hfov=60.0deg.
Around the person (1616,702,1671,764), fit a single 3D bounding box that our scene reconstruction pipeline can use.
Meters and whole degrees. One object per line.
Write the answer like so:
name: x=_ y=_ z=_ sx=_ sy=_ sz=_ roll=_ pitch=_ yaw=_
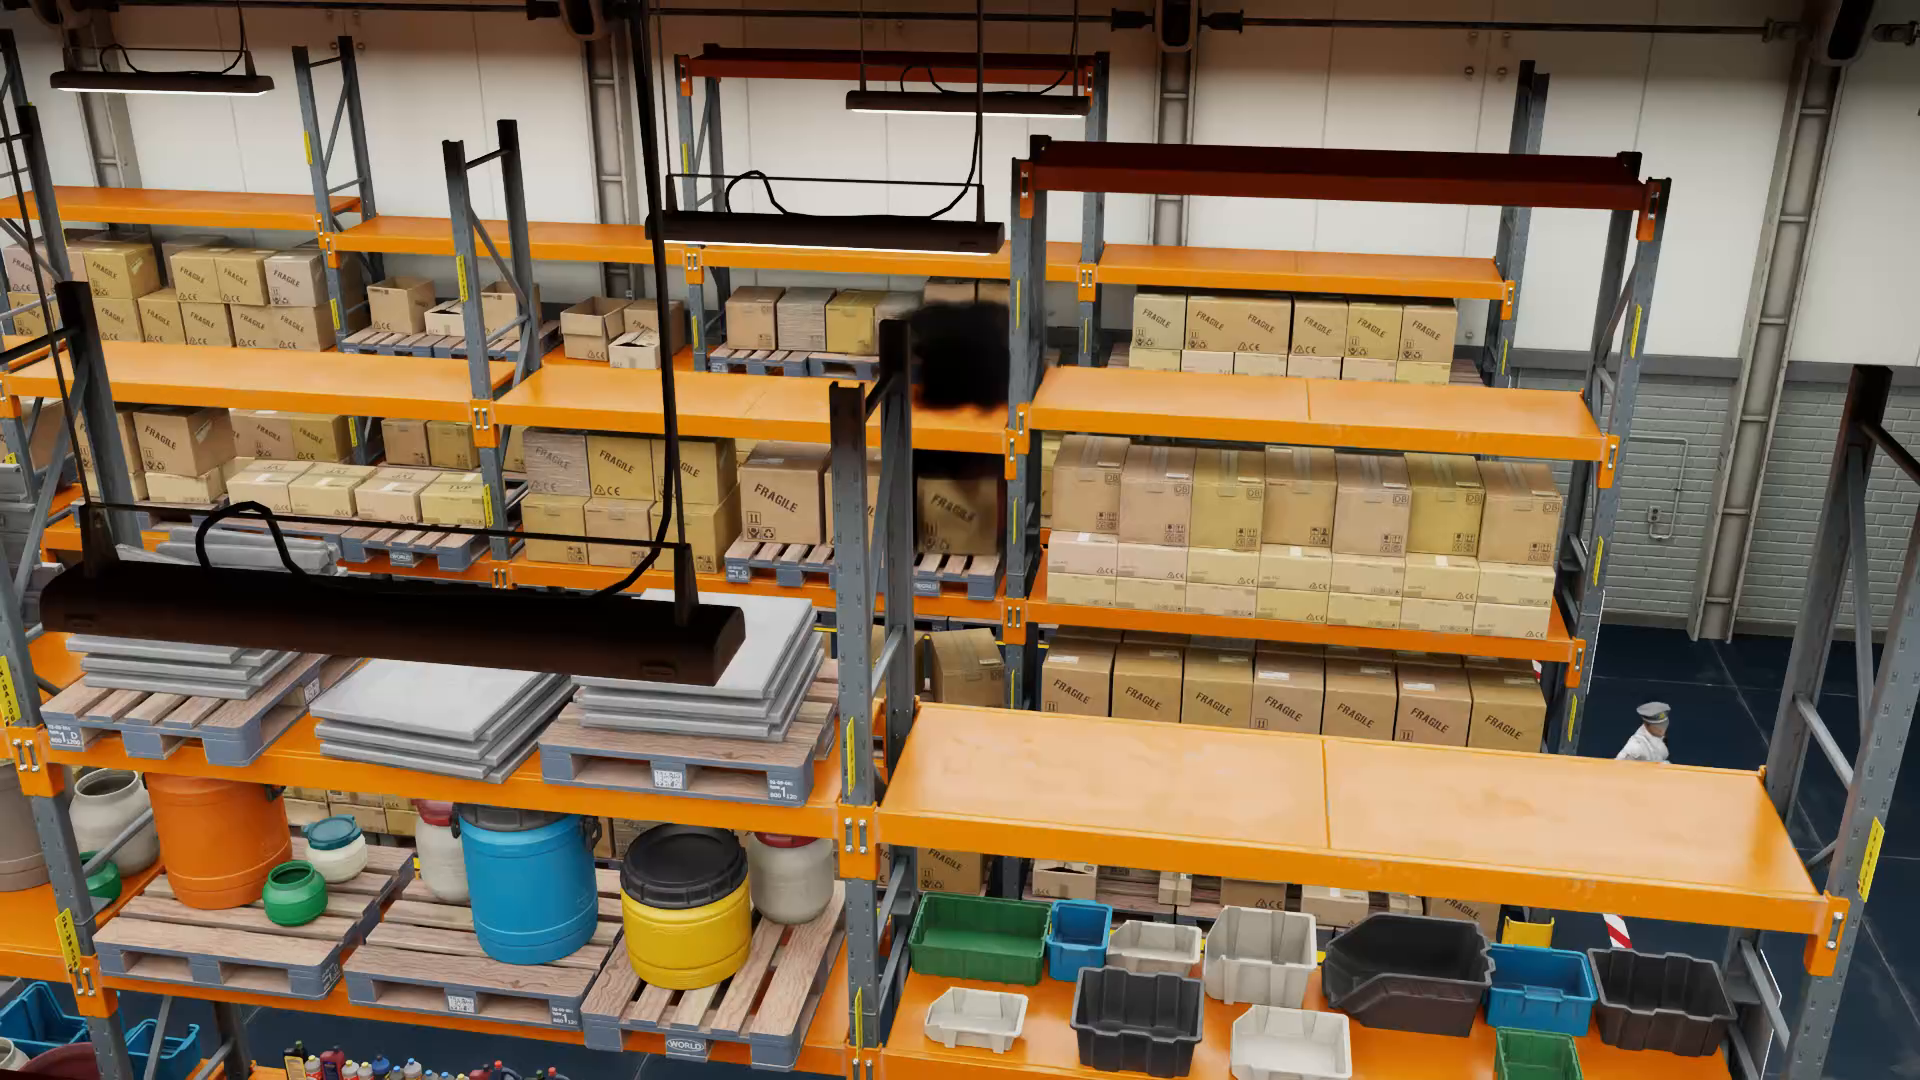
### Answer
person: x=5.535 y=2.016 z=13.561 sx=0.614 sy=1.628 sz=0.646 roll=17 pitch=28 yaw=34
